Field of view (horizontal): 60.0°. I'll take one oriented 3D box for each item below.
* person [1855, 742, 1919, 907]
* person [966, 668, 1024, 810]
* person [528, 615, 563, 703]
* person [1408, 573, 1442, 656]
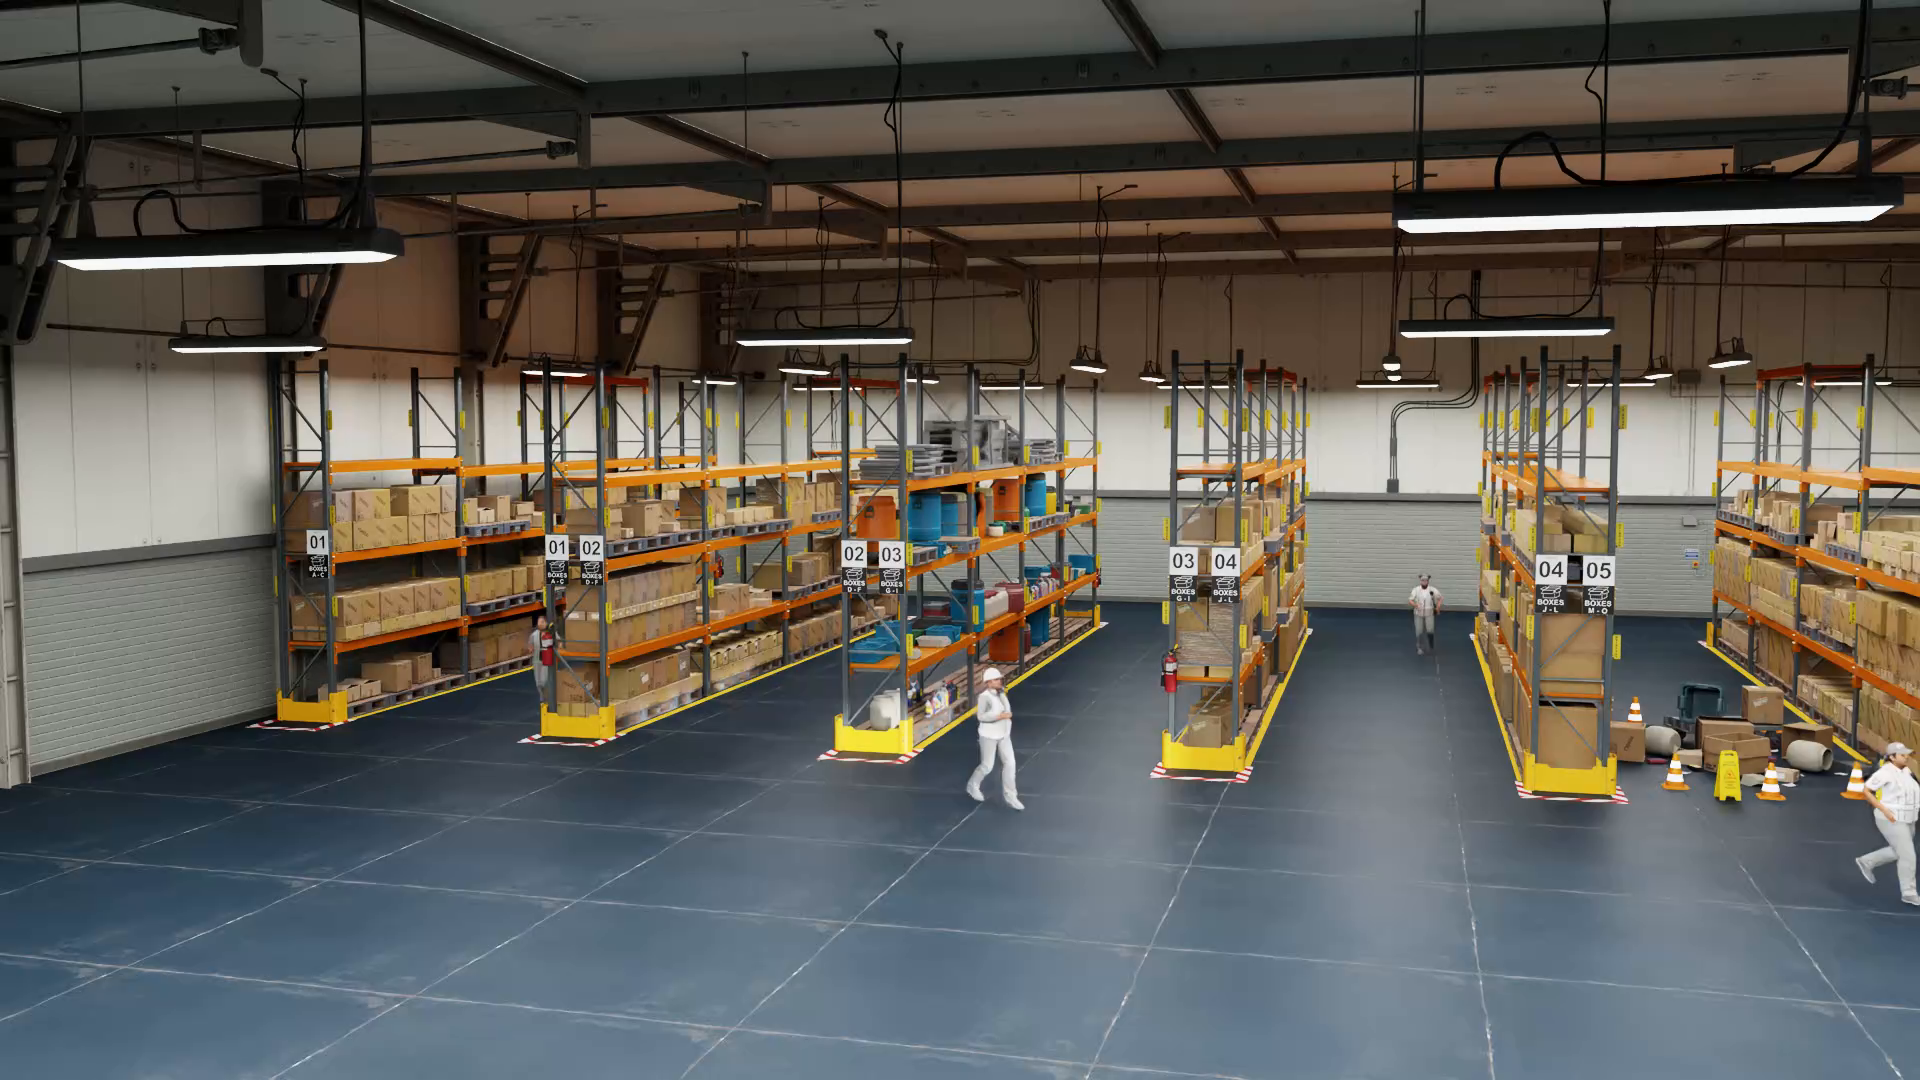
[{"bbox_3d":[9.761,2.927,17.377,0.619,1.640,0.877,-3,5,-32],"label":"person"},{"bbox_3d":[0.435,2.555,21.509,0.854,1.811,0.651,4,6,44],"label":"person"},{"bbox_3d":[-7.137,2.130,28.443,0.546,1.678,0.641,1,4,10],"label":"person"},{"bbox_3d":[9.866,1.586,35.292,0.684,1.755,0.639,1,4,18],"label":"person"}]
